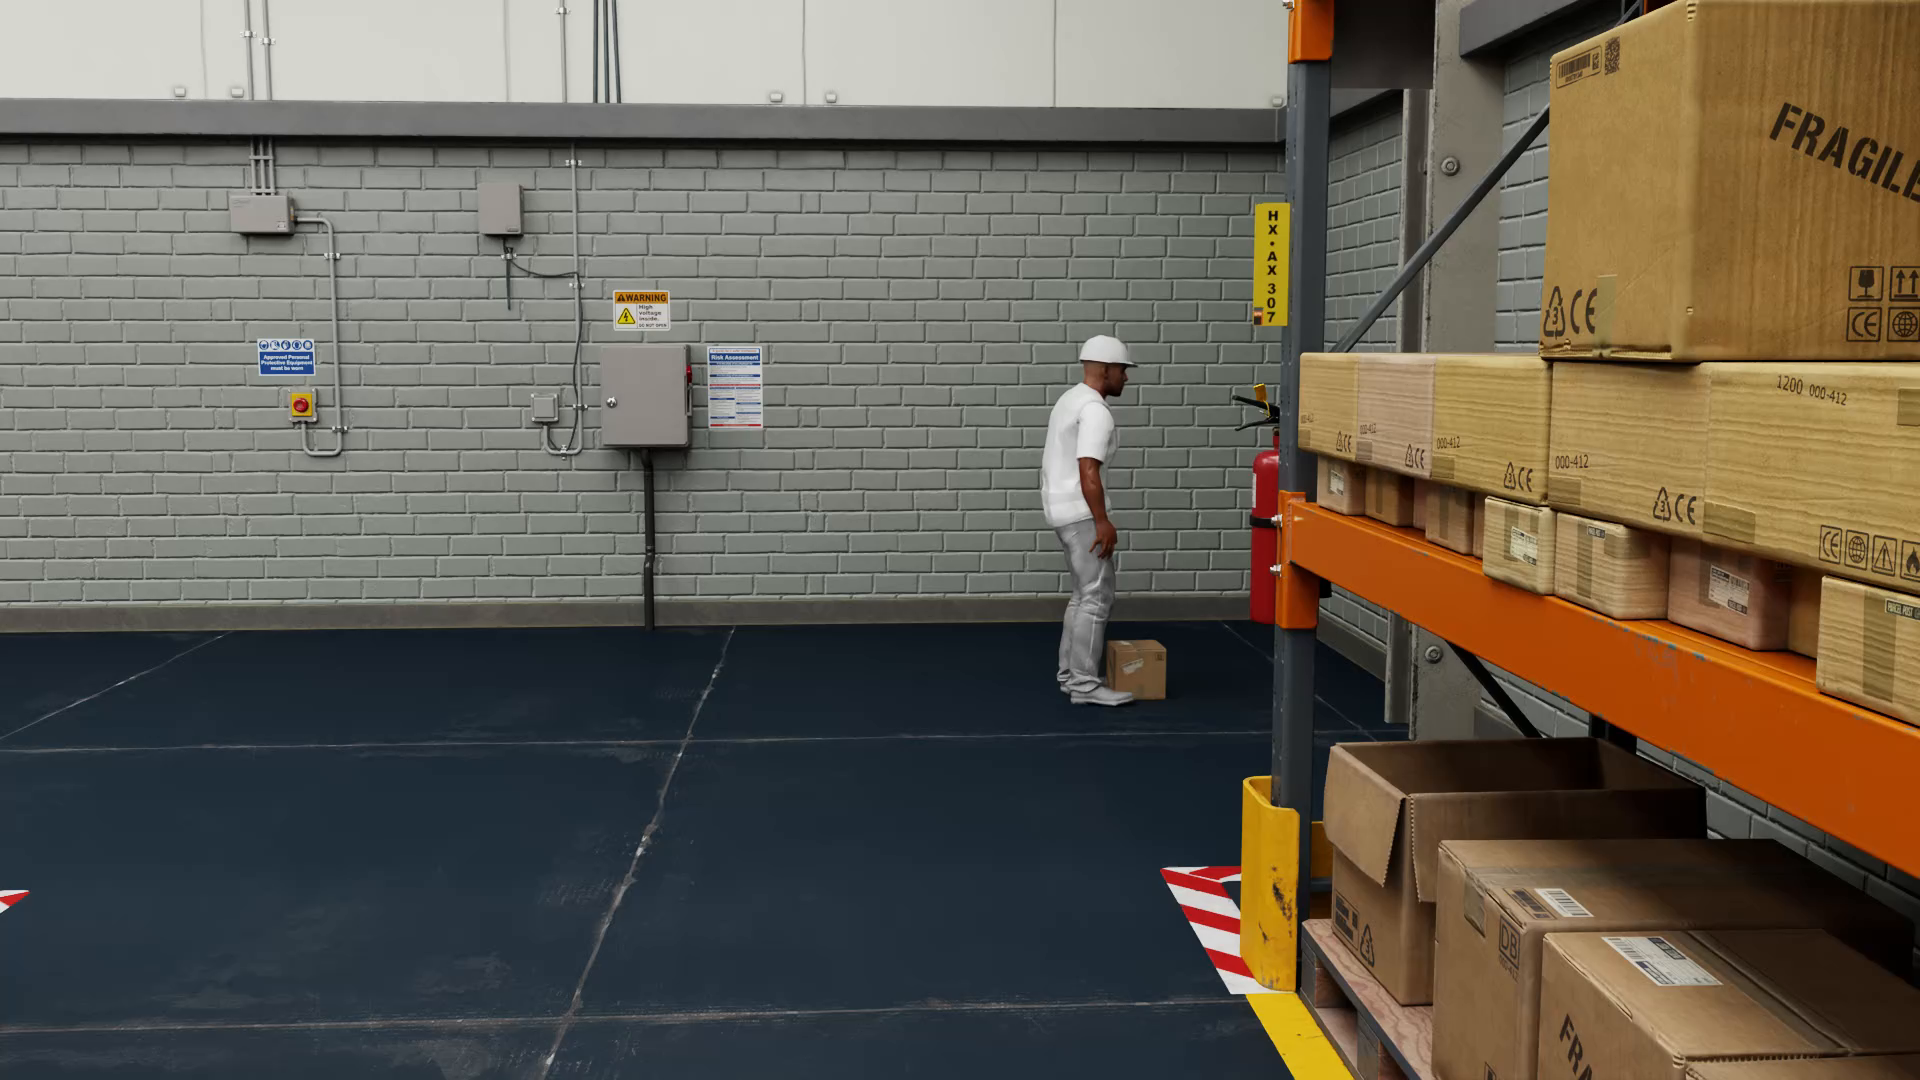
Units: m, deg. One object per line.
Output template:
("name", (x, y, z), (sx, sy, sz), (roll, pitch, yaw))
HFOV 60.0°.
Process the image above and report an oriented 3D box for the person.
("person", (0.633, -0.107, 8.066), (0.462, 1.759, 0.622), (-1, 7, -6))
